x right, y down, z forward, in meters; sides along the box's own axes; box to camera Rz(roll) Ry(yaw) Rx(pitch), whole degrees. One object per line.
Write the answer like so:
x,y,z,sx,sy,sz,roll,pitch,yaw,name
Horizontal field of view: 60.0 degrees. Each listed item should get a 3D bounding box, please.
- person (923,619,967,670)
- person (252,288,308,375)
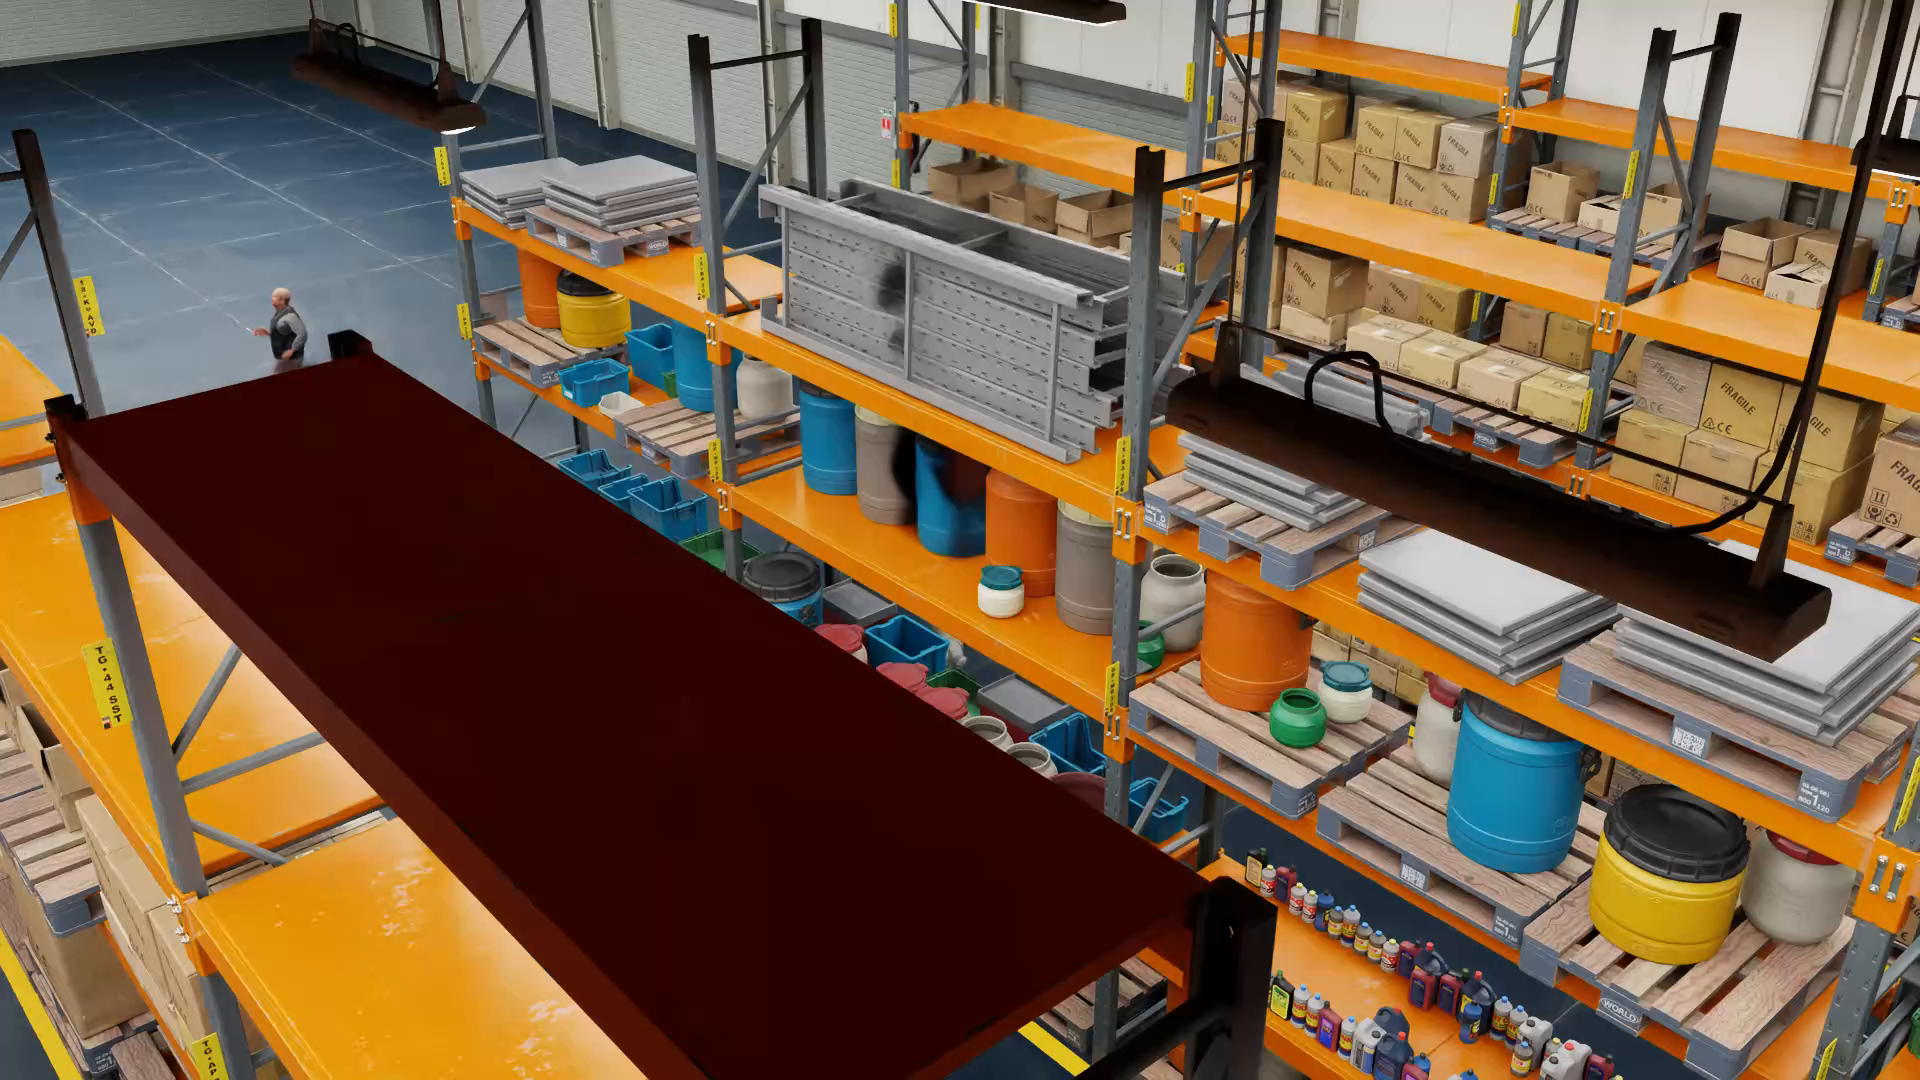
-0.070,0.354,14.347,0.683,1.785,0.535,-22,34,-36,person
-8.093,-2.173,19.976,0.669,1.738,0.640,-9,28,-17,person
